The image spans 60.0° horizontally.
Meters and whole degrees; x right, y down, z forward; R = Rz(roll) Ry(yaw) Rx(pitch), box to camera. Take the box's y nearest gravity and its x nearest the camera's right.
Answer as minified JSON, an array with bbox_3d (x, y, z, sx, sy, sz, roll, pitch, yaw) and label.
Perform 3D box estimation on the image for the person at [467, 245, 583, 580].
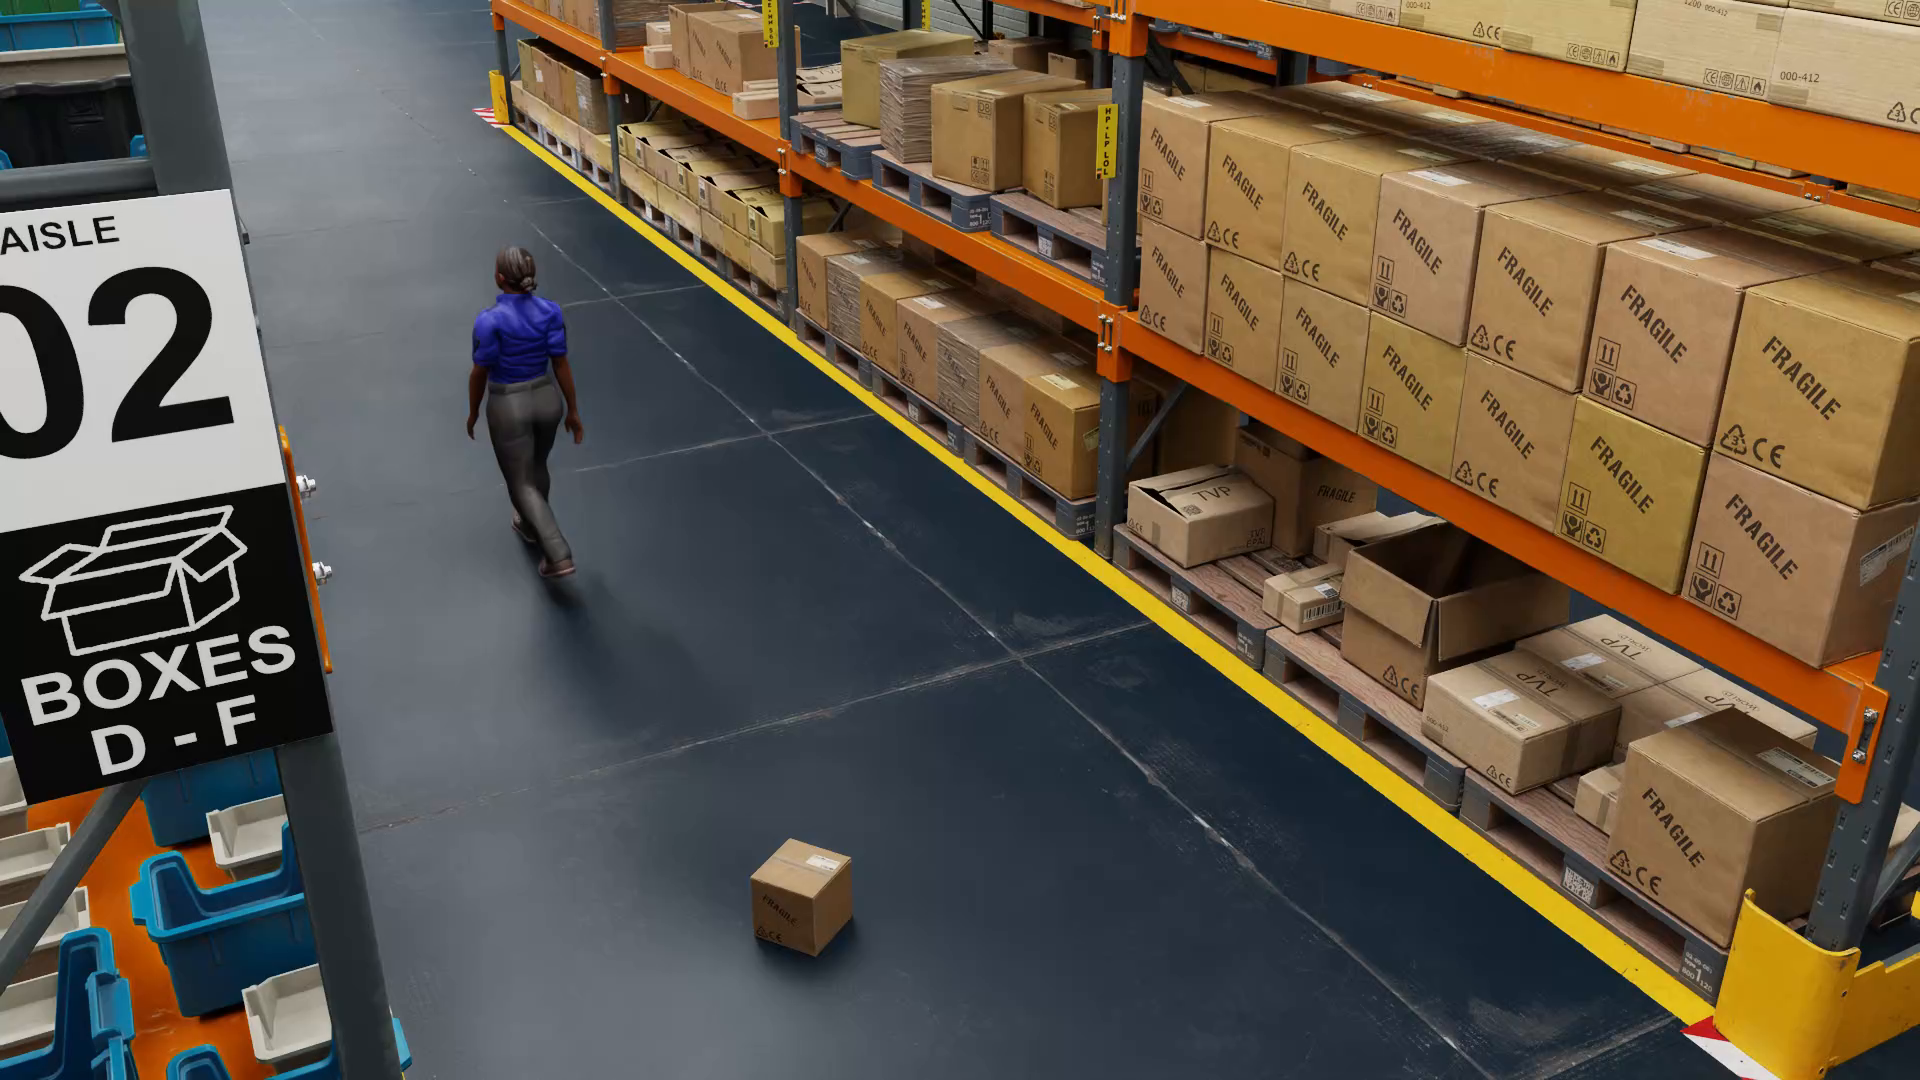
[{"bbox_3d":[-2.080,-0.621,7.905,0.470,1.607,0.947,-20,32,-35],"label":"person"}]
